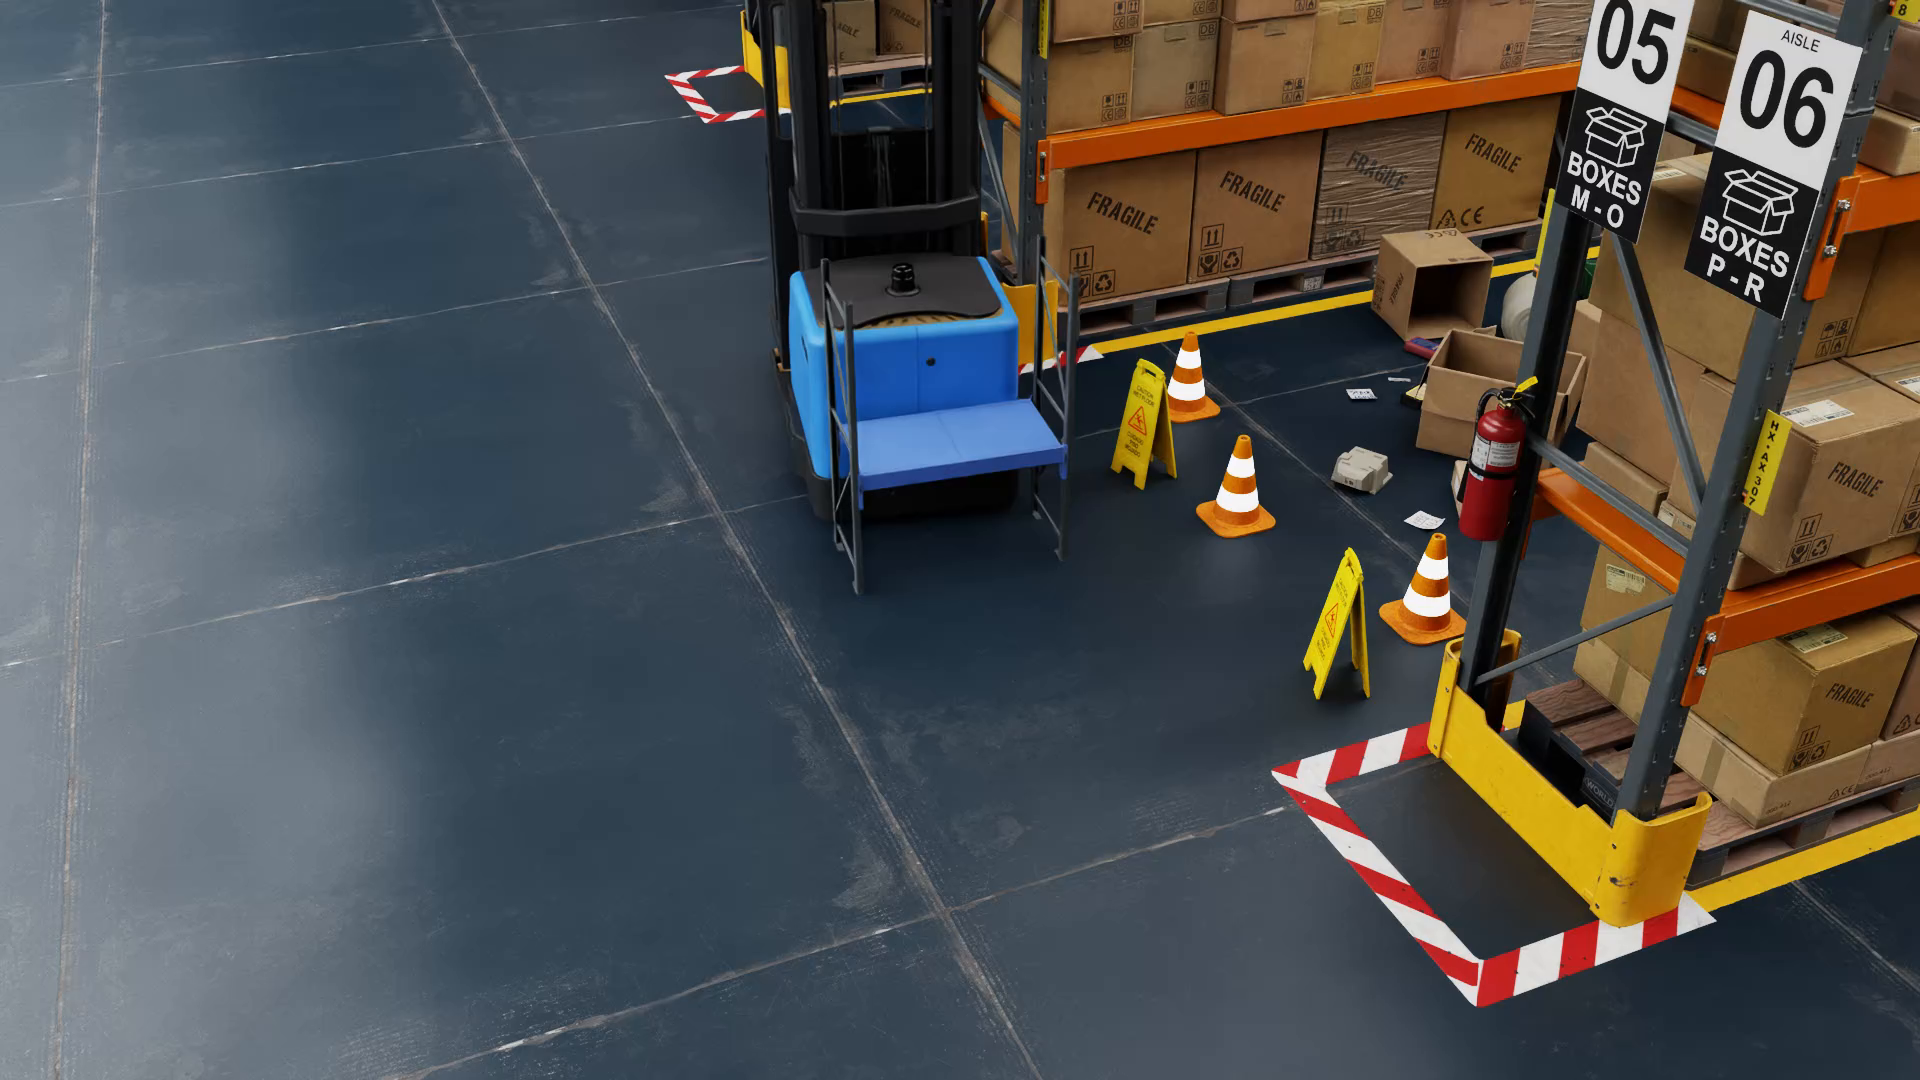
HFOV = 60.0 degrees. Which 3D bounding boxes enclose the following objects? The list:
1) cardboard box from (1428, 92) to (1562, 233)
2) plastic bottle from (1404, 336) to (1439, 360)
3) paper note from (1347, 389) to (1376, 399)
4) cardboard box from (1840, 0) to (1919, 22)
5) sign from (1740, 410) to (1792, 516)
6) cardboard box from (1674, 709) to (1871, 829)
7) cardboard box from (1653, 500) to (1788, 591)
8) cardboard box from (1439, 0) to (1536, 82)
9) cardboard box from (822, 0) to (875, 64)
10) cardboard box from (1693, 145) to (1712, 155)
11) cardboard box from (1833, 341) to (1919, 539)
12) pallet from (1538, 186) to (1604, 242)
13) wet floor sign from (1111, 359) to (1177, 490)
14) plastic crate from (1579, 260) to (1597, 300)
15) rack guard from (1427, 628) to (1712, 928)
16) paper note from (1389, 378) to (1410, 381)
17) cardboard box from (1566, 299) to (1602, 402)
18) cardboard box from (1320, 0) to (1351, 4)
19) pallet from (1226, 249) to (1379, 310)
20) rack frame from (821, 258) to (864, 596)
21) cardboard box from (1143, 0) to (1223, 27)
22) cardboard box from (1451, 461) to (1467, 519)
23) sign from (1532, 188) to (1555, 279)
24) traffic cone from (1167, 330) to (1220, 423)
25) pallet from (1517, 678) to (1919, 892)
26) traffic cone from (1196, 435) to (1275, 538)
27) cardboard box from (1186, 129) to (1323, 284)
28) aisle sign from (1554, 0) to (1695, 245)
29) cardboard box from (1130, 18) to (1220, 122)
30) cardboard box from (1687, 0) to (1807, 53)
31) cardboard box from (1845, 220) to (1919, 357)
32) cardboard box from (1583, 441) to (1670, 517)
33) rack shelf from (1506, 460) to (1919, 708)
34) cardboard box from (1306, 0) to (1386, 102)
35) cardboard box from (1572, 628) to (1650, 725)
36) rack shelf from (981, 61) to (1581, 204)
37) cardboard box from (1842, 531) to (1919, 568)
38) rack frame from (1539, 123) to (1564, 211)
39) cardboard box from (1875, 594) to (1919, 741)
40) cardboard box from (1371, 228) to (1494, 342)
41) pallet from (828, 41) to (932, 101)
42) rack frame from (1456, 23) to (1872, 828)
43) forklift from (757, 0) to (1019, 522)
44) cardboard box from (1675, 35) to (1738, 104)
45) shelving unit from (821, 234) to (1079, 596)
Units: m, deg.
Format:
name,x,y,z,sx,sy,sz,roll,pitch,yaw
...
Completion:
name,x,y,z,sx,sy,sz,roll,pitch,yaw
cardboard box,3.313,-2.645,11.128,0.875,0.875,0.875,-12,35,-18
plastic bottle,2.811,-1.130,9.930,0.133,0.061,0.283,-27,42,-35
paper note,2.297,-0.836,9.508,0.142,0.017,0.144,-2,33,-2
cardboard box,2.648,-1.603,4.713,0.250,0.149,0.380,-13,35,-19
sign,2.452,-0.235,5.067,0.005,0.325,0.100,-13,35,-19
cardboard box,3.092,0.800,6.405,0.500,0.250,0.500,-13,35,-19
cardboard box,2.635,-0.007,5.741,0.250,0.149,0.380,-13,35,-19
cardboard box,3.086,-3.309,10.447,0.550,0.550,0.875,-13,35,-19
cardboard box,-1.013,-4.380,14.138,0.500,0.500,0.500,-7,34,-10
cardboard box,5.349,-3.068,11.893,0.750,0.750,1.050,-13,35,-19
cardboard box,3.262,-0.383,5.724,0.500,0.500,0.500,-12,35,-17
pallet,4.603,-2.489,11.882,1.213,0.211,1.003,-13,35,-19
wet floor sign,0.972,-0.624,8.617,0.232,0.644,0.267,-19,38,-27
plastic crate,4.267,-1.607,10.495,0.662,0.188,0.450,4,23,6
rack guard,2.312,0.887,6.428,0.348,0.500,1.175,-13,35,-19
paper note,2.557,-0.934,9.676,0.123,0.001,0.032,4,33,6
cardboard box,3.740,-1.001,9.202,0.503,0.637,0.797,-13,35,-19
cardboard box,2.068,-3.577,9.869,0.500,0.550,0.875,-13,35,-19
pallet,2.062,-1.907,10.988,1.213,0.211,1.003,-13,35,-19
rack frame,-0.538,-0.497,7.639,0.032,1.500,0.500,-9,34,-13
cardboard box,1.061,-3.349,9.520,0.550,0.550,0.875,-13,35,-19
cardboard box,2.667,-0.242,8.486,0.250,0.149,0.380,4,33,6
sign,2.045,-1.046,5.756,0.005,0.325,0.100,-13,35,-19
traffic cone,1.272,-0.947,9.282,0.334,0.463,0.336,-13,35,-19
pallet,3.074,0.854,6.744,1.213,0.211,1.003,-13,35,-19
traffic cone,1.395,-0.307,8.298,0.334,0.463,0.336,-13,35,-19
cardboard box,1.642,-2.261,10.538,0.875,0.875,0.875,-13,35,-20
aisle sign,2.072,-1.367,5.217,0.004,0.787,0.394,-13,35,-19
cardboard box,1.055,-2.904,9.825,0.550,0.550,0.875,-13,35,-19
cardboard box,2.609,-1.707,5.238,0.500,0.250,0.500,-13,35,-20
cardboard box,3.098,-1.051,5.834,0.500,0.500,0.700,-13,35,-18
cardboard box,2.504,-0.226,6.077,0.250,0.149,0.380,-12,35,-17
rack shelf,4.086,-0.265,6.567,4.000,0.370,1.077,-13,35,-19
cardboard box,2.093,-3.091,10.113,0.500,0.550,0.875,-13,35,-19
cardboard box,2.905,0.521,6.835,0.500,0.250,0.500,-13,35,-19
rack shelf,2.076,-2.733,10.360,4.000,0.370,1.077,-13,35,-19
cardboard box,3.138,-0.083,5.857,0.250,0.149,0.380,-14,36,-20
rack frame,3.920,-3.457,10.813,0.127,3.000,1.000,-13,35,-19
cardboard box,3.595,0.368,6.382,0.500,0.500,0.500,-14,36,-21
cardboard box,2.886,-1.567,10.197,0.500,0.500,0.500,-7,34,-11
pallet,-0.762,-4.129,14.402,1.213,0.211,1.003,-13,35,-19
rack frame,2.242,-0.145,5.722,0.127,3.000,1.000,-13,35,-19
forklift,-0.500,-2.115,8.813,1.130,2.935,3.031,-6,34,-10
cardboard box,2.462,-1.513,5.304,0.250,0.149,0.380,-13,35,-19
shelving unit,-0.050,-0.574,7.757,1.048,1.500,0.538,-9,34,-13
